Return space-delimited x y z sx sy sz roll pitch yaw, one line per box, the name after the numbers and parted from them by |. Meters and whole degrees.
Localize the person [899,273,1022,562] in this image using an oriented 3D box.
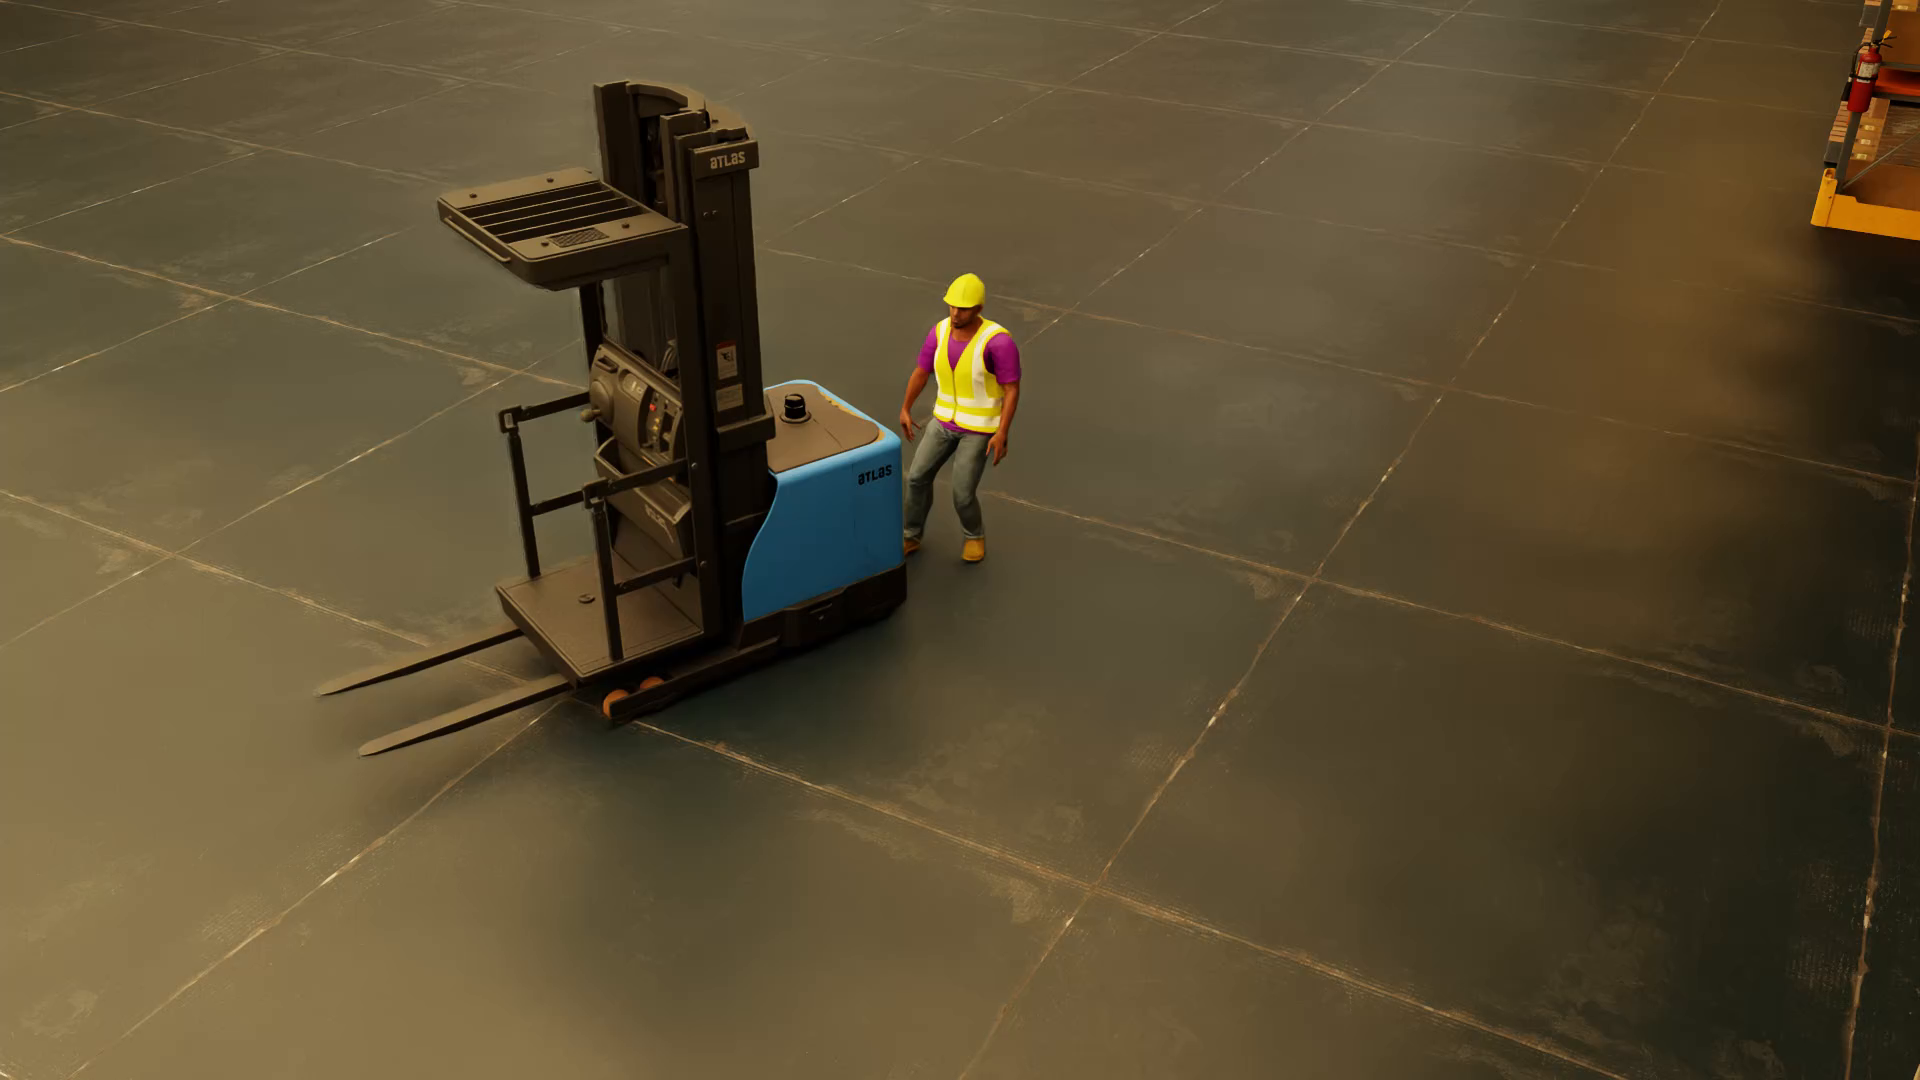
-0.052 -0.640 9.409 0.746 1.727 0.624 21 36 31 | person

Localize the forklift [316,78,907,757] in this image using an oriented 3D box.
-1.784 -0.645 8.188 3.031 2.935 1.130 -20 36 -31 | forklift
